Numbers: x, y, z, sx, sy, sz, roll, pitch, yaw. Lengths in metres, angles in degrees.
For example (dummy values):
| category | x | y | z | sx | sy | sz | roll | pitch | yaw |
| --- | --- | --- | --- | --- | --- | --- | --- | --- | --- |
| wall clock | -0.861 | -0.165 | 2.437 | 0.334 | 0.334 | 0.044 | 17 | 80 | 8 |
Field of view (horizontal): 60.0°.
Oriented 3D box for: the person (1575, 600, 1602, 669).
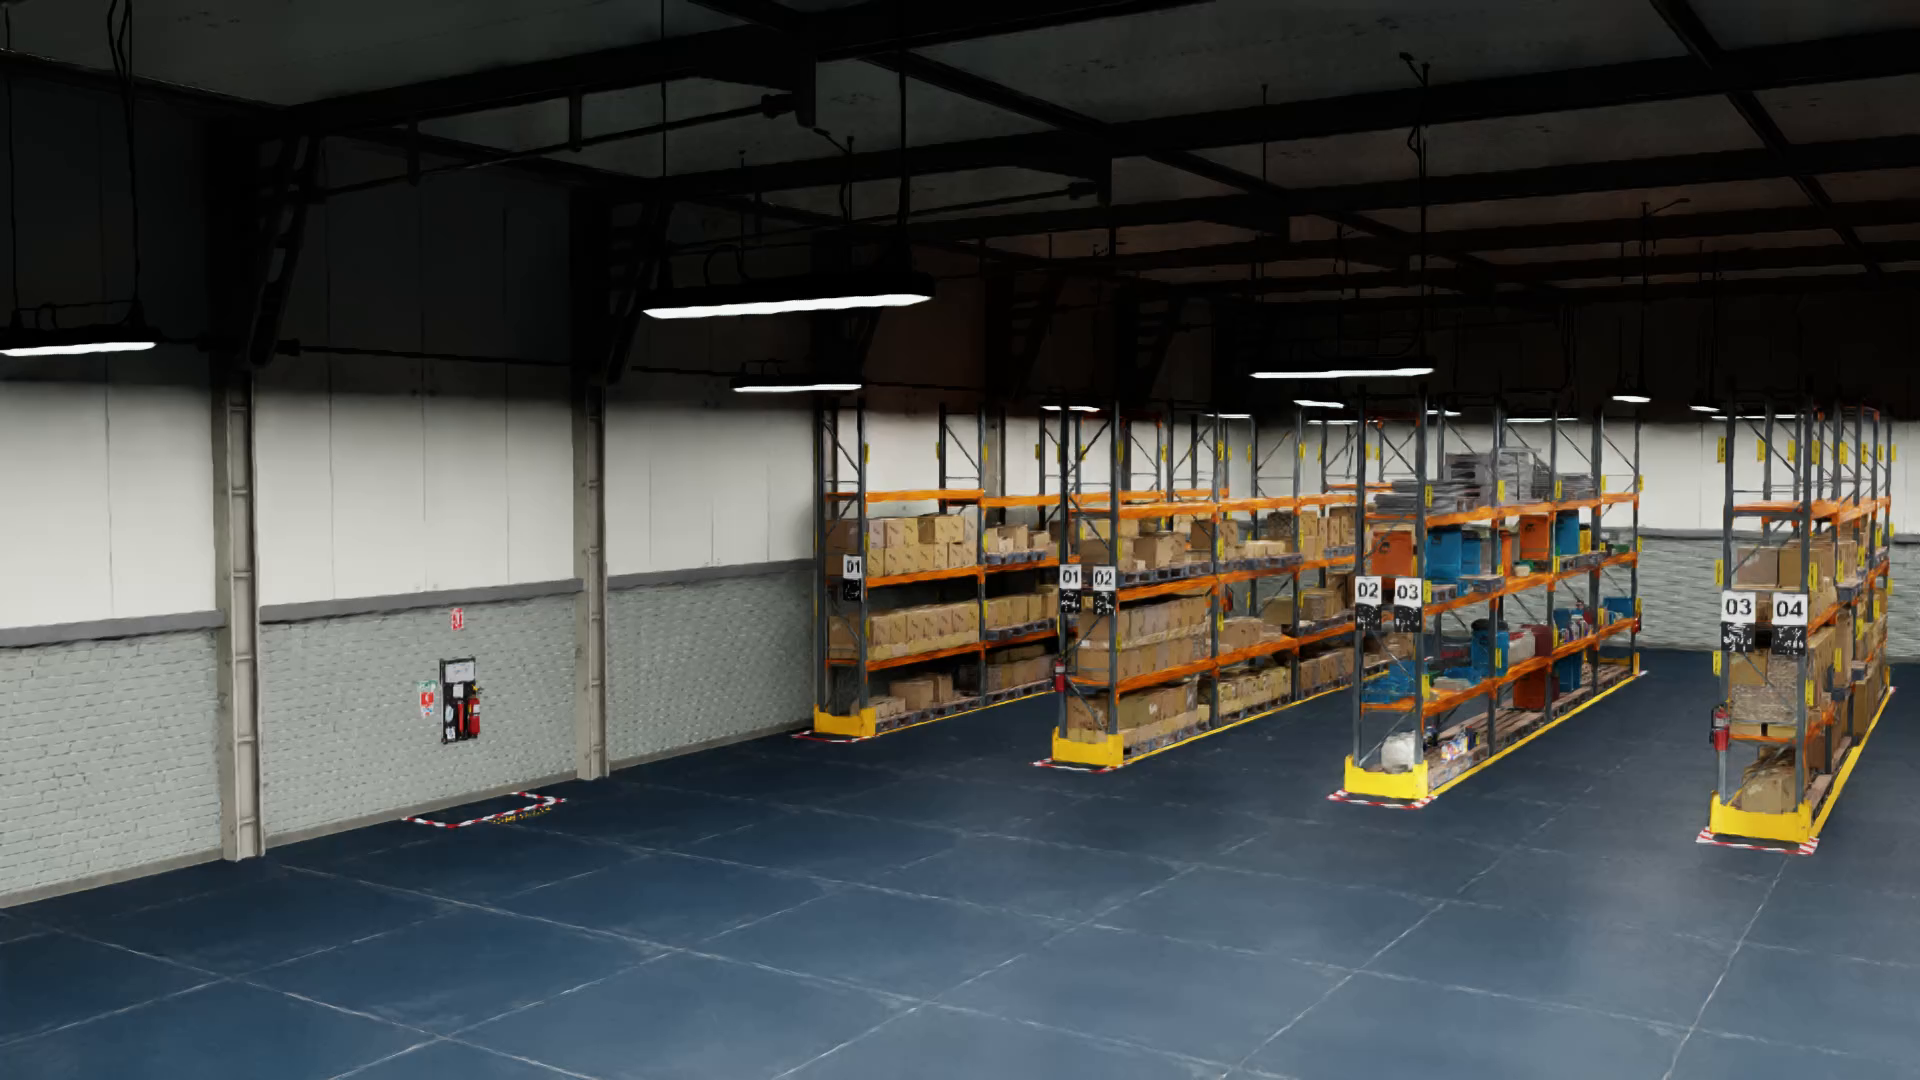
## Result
| category | x | y | z | sx | sy | sz | roll | pitch | yaw |
| --- | --- | --- | --- | --- | --- | --- | --- | --- | --- |
| person | 13.865 | 2.170 | 37.017 | 0.988 | 1.685 | 0.582 | -2 | 4 | -36 |
